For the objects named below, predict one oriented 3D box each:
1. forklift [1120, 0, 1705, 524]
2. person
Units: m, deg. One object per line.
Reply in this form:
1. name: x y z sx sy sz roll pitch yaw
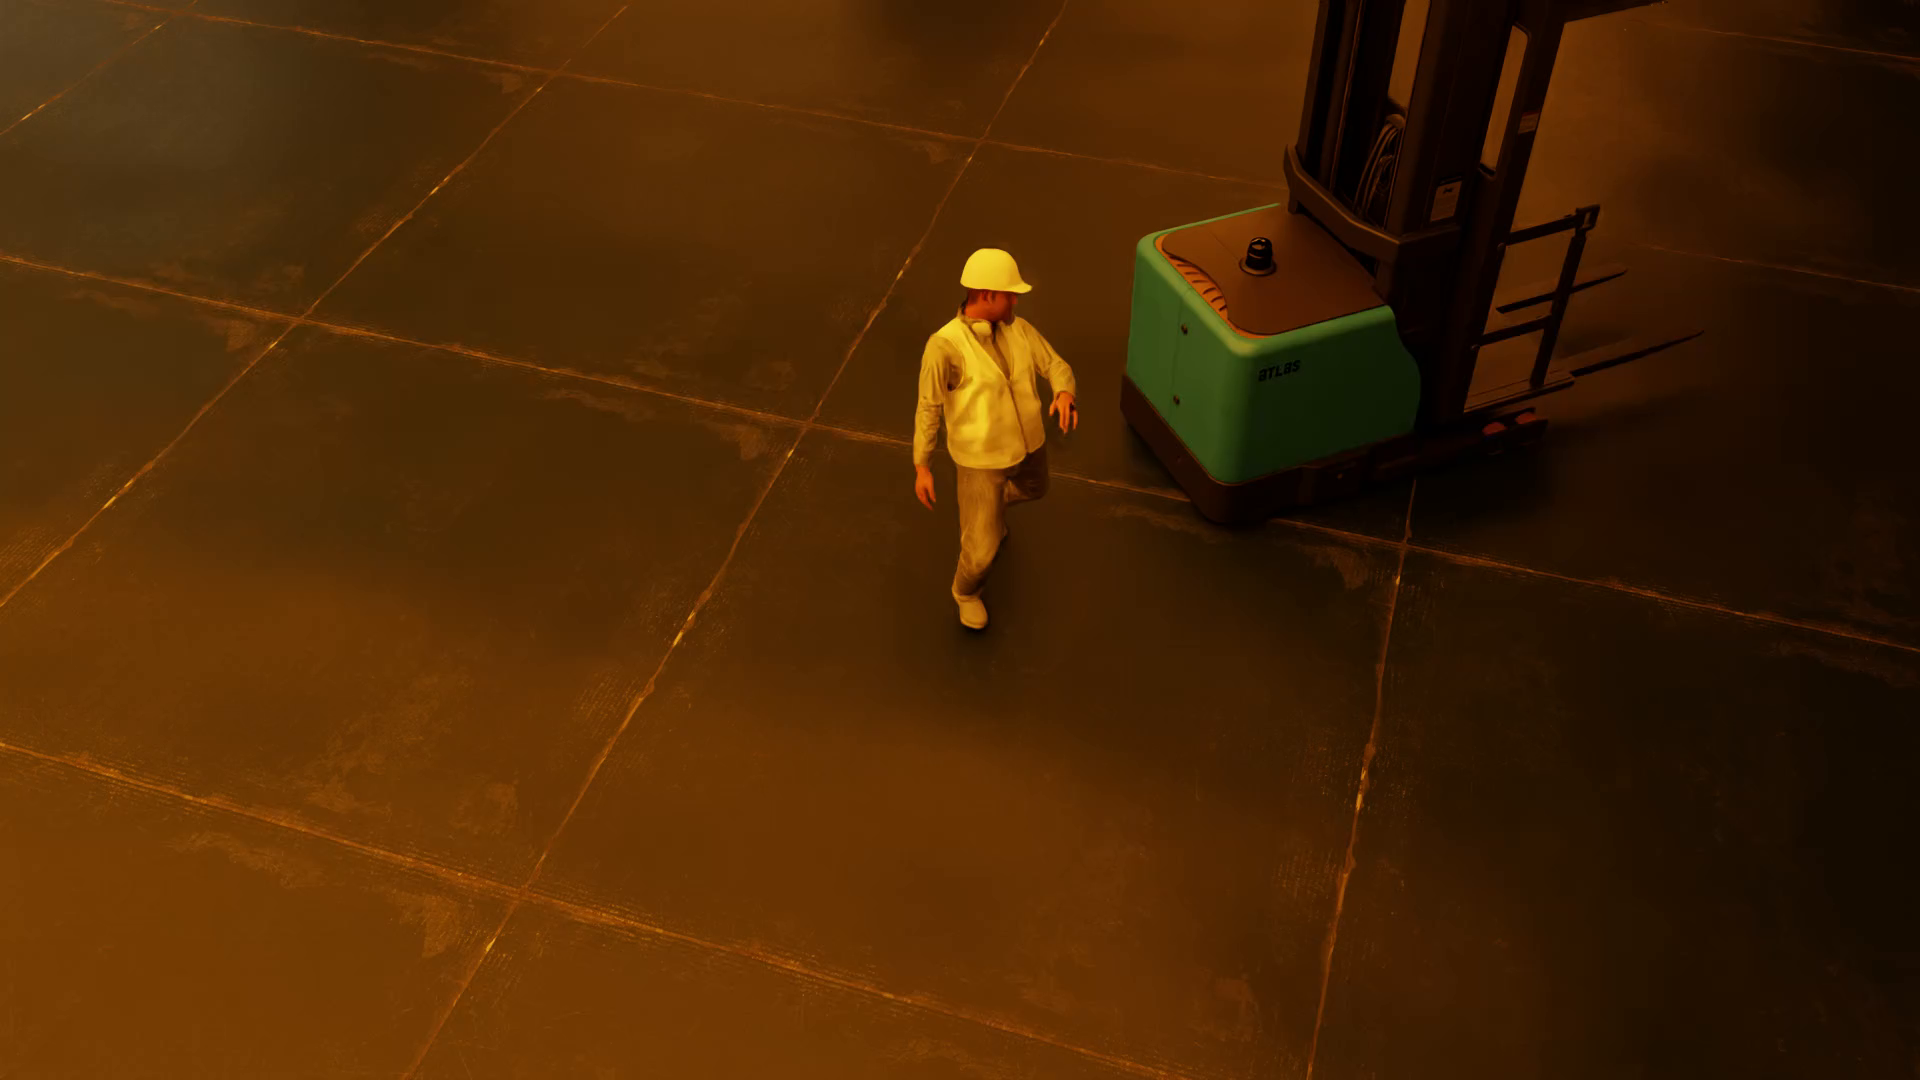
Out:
1. forklift: 2.378 -1.810 7.634 3.031 2.935 1.130 -16 45 -17
2. person: 0.122 -0.357 7.028 0.843 1.609 0.837 30 51 29
